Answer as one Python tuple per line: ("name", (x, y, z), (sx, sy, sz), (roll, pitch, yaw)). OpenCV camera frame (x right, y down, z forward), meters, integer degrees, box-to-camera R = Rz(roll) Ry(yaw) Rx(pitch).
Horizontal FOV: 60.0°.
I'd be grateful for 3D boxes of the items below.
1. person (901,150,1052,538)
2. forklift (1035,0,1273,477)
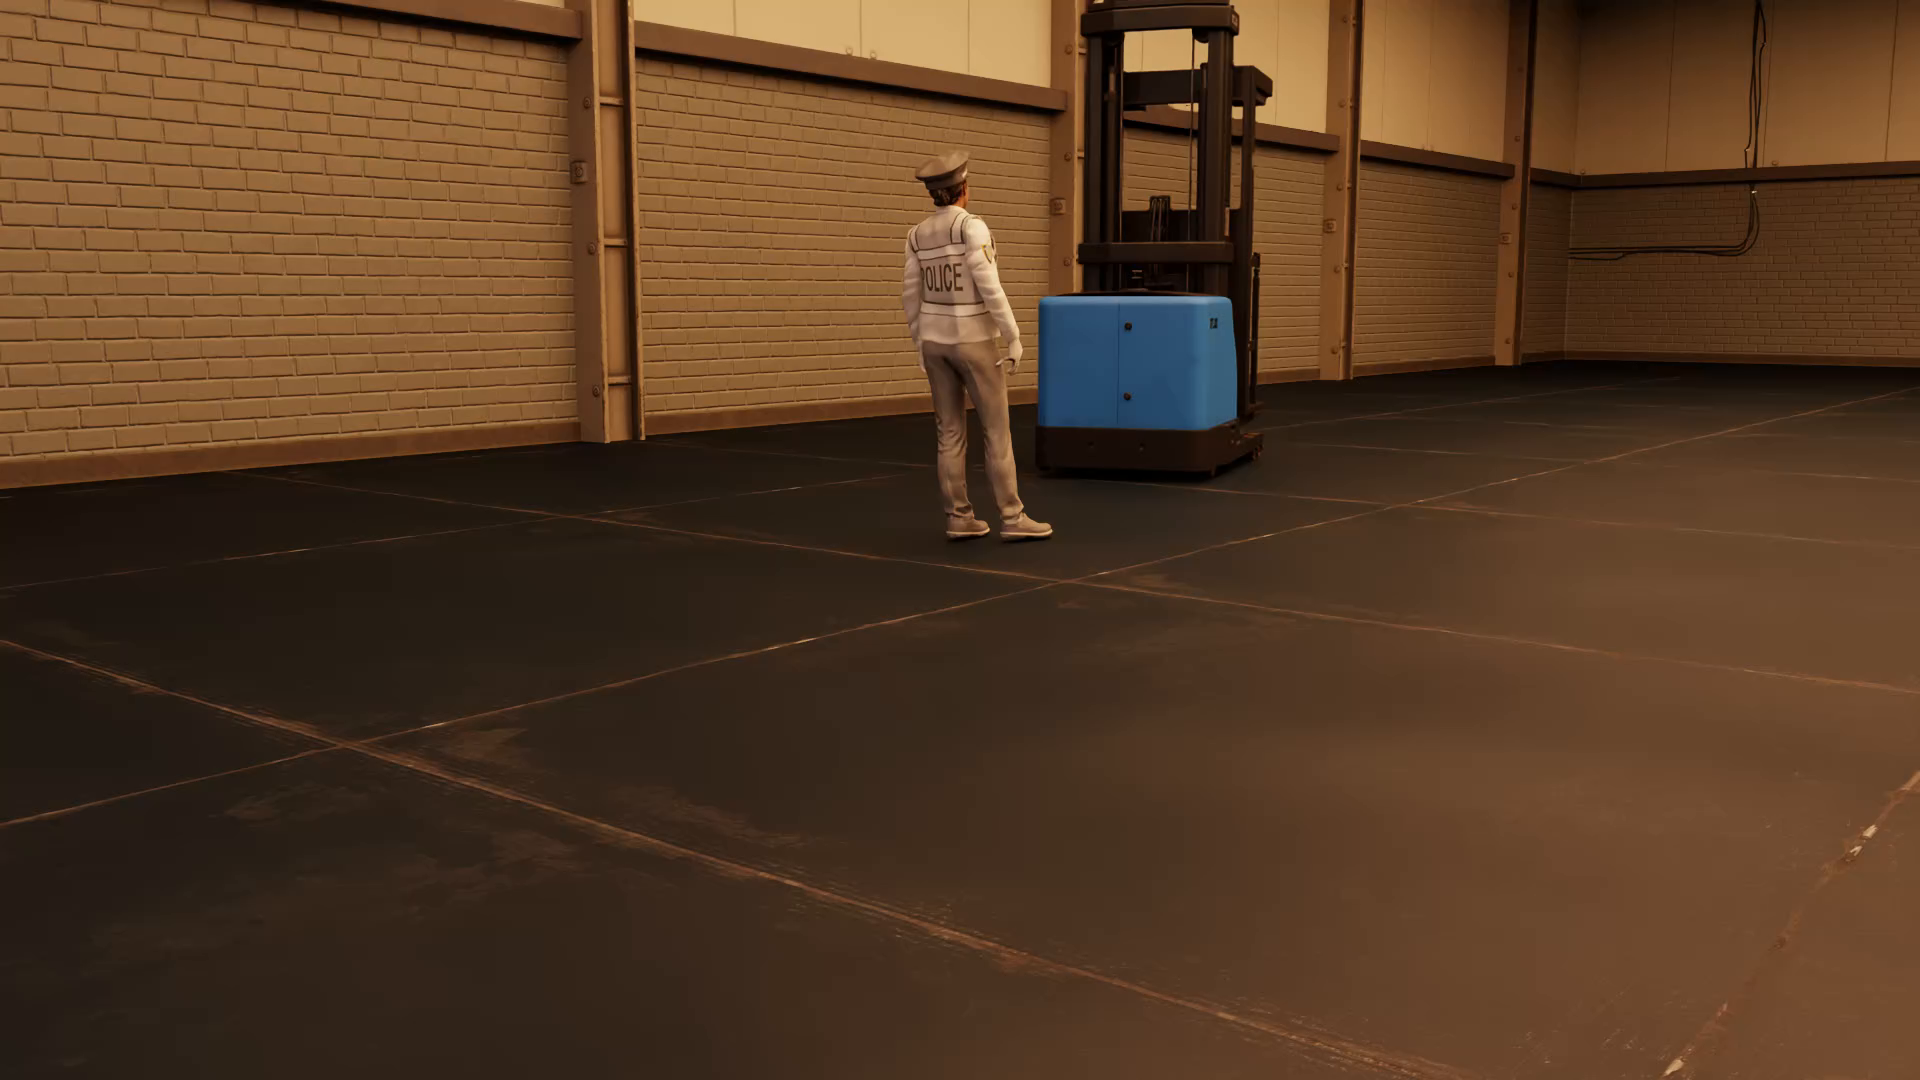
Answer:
("person", (0.048, -0.853, 7.330), (0.587, 1.695, 0.531), (7, 11, 38))
("forklift", (1.418, -1.998, 10.938), (1.130, 2.935, 3.031), (3, 9, 19))
